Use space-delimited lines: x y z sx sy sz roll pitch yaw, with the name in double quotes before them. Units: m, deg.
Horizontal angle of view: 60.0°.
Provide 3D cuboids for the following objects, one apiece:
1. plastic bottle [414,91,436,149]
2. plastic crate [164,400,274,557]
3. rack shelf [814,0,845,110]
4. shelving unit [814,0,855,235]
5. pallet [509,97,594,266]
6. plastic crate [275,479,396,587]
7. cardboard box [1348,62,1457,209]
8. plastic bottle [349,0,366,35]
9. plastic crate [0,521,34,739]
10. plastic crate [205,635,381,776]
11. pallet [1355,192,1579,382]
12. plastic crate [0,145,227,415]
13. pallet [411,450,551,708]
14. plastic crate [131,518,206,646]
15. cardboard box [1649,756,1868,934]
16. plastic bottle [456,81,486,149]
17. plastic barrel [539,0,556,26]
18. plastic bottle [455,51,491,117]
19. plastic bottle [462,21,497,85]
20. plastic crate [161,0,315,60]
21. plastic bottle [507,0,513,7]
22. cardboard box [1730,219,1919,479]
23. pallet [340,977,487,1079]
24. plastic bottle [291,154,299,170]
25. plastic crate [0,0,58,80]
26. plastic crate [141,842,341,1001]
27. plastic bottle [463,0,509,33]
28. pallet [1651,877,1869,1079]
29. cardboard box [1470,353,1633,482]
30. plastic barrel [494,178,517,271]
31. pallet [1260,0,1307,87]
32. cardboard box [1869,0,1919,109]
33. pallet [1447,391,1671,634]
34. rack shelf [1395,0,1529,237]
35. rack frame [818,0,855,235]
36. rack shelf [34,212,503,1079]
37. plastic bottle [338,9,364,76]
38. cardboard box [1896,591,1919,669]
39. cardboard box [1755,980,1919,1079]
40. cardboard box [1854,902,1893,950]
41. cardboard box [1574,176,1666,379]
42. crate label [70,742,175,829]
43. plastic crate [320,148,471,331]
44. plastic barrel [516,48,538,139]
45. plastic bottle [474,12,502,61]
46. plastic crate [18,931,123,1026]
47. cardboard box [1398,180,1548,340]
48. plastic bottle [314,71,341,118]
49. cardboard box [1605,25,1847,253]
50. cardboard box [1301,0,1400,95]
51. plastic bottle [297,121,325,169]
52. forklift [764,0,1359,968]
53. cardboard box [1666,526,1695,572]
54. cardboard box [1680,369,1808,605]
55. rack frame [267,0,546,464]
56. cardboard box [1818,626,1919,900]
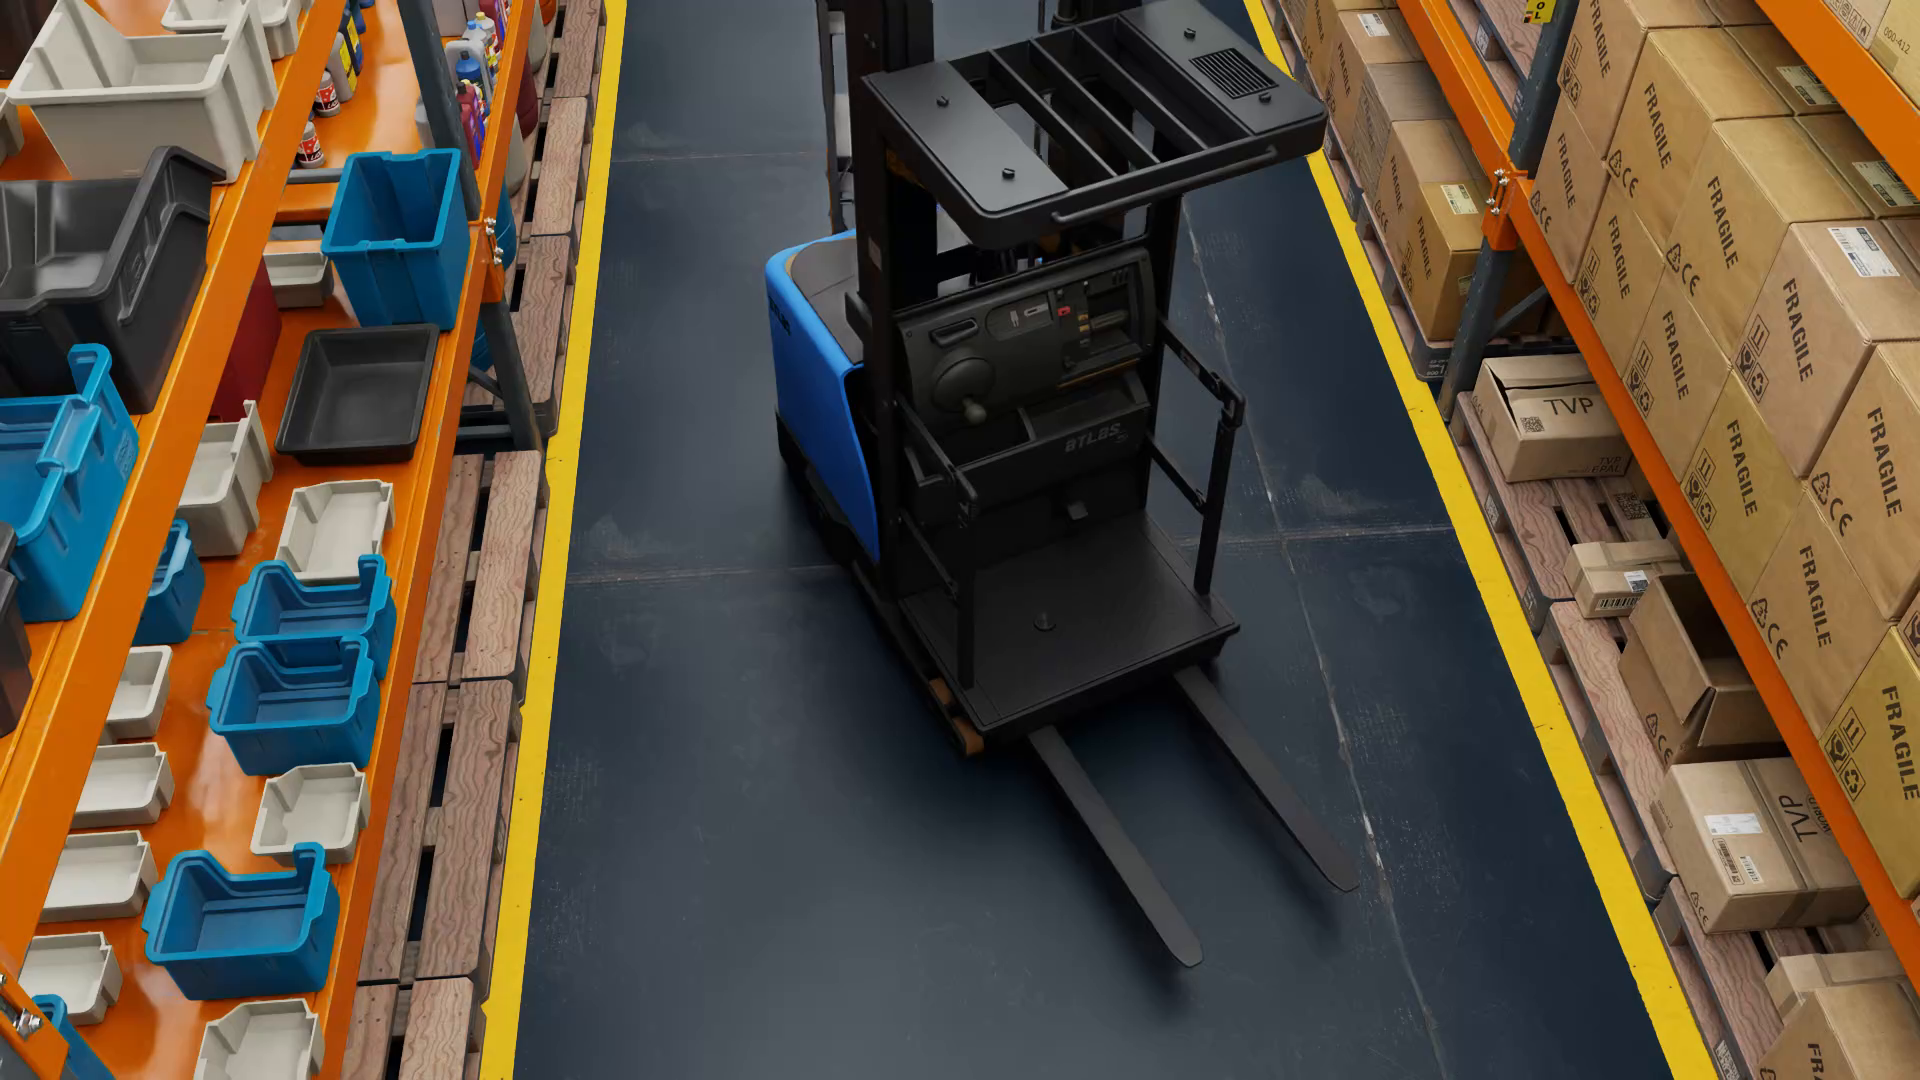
"plastic bottle" -2.006 -1.612 6.382 0.144 0.351 0.185 -3 47 -3
"plastic crate" -2.352 -0.190 5.040 0.437 0.282 0.530 -3 47 -3
"rack shelf" -0.338 -2.023 6.410 0.431 0.518 0.480 -3 47 -3
"shelving unit" -0.338 -1.551 6.909 0.431 2.100 0.503 -3 47 -3
"pallet" -2.425 -1.812 8.458 1.003 0.211 1.213 -3 47 -3
"plastic crate" -1.851 -0.014 4.974 0.293 0.136 0.466 -3 47 -3
"cardboard box" 2.239 -1.976 8.111 0.500 0.500 0.500 -3 47 -3
"plastic bottle" -2.613 -2.295 7.082 0.097 0.271 0.097 0 47 0
"plastic crate" -1.716 0.286 2.573 0.497 0.269 0.590 -3 47 -3
"plastic crate" -1.764 0.454 4.465 0.416 0.233 0.300 -3 47 -3
"pallet" 2.534 -1.251 7.926 1.003 0.211 1.213 -3 47 -3
"plastic crate" -1.815 -0.564 3.331 0.504 0.338 0.767 -3 47 -3
"pallet" -2.196 0.163 6.587 1.003 0.211 1.213 -3 47 -3
"plastic crate" -2.389 0.135 4.767 0.416 0.233 0.300 -3 47 -3
"cardboard box" 2.634 0.997 5.467 0.500 0.250 0.500 -3 47 -3
"plastic bottle" -1.913 -1.673 6.486 0.061 0.283 0.133 -3 47 -3
"plastic barrel" -2.573 -3.265 9.118 0.600 0.830 0.708 -3 47 -3
"plastic bottle" -1.949 -1.822 6.635 0.097 0.271 0.097 0 47 0
"plastic bottle" -1.968 -1.990 6.794 0.097 0.271 0.097 0 47 0
"plastic crate" -1.811 -1.369 4.233 0.293 0.136 0.466 -3 47 -3
"plastic bottle" -2.052 -2.479 7.254 0.152 0.276 0.135 -3 47 -3
"cardboard box" 2.529 -0.525 4.561 0.500 0.500 0.500 -2 47 -2
"pallet" -1.992 1.928 4.915 1.003 0.211 1.213 -3 47 -3
"plastic bottle" -2.651 -1.549 6.373 0.152 0.276 0.135 -3 47 -3
"plastic crate" -2.465 -1.397 4.168 0.497 0.269 0.590 -3 47 -3
"plastic crate" -1.709 0.930 4.013 0.416 0.233 0.300 -3 47 -3
"plastic bottle" -2.033 -2.311 7.095 0.152 0.276 0.135 -3 47 -3
"pallet" 2.901 1.597 5.229 1.003 0.211 1.213 -3 47 -3
"cardboard box" 2.460 -0.534 6.875 0.500 0.311 0.500 -3 47 -3
"plastic barrel" -2.384 -1.656 7.544 0.600 0.901 0.708 -3 47 -3
"pallet" 2.330 -3.017 9.598 1.003 0.211 1.213 -3 47 -3
"cardboard box" 2.558 -1.152 3.949 0.500 0.250 0.500 -3 47 -3
"pallet" 2.697 -0.168 6.901 1.003 0.211 1.213 -3 47 -3
"rack shelf" 2.473 -2.824 7.990 1.077 0.370 4.000 -3 47 -3
"rack frame" -0.321 -1.374 6.741 0.400 2.100 0.015 -3 47 -3
"rack shelf" -2.129 0.369 4.967 1.077 0.370 4.000 -3 47 -3
"plastic bottle" -2.571 -2.096 6.840 0.144 0.351 0.185 -3 47 -3
"cardboard box" 2.620 0.221 3.854 0.500 0.500 0.500 -2 47 -2
"cardboard box" 2.684 1.600 4.724 0.500 0.500 0.500 -3 47 -3
"cardboard box" 3.170 1.292 5.188 0.500 0.250 0.500 -3 47 -3
"cardboard box" 2.457 -0.903 5.607 0.500 0.500 0.500 -3 47 -3
"crate label" -2.268 0.649 4.346 0.396 0.136 0.243 -3 47 -3
"plastic crate" -1.917 -1.024 5.760 0.392 0.384 0.575 -3 47 -3
"plastic barrel" -2.479 -2.365 8.432 0.600 0.588 0.708 -3 47 -3
"plastic bottle" -1.985 -2.107 6.953 0.097 0.201 0.097 0 47 0
"plastic crate" -2.210 1.059 3.958 0.396 0.136 0.243 -3 47 -3
"cardboard box" 2.313 -1.255 7.428 0.500 0.500 0.500 -4 47 -4
"plastic bottle" -2.559 -1.808 6.670 0.097 0.201 0.097 0 47 0
"cardboard box" 2.443 -1.271 5.267 0.500 0.500 0.500 -5 47 -5
"cardboard box" 2.145 -2.722 8.817 0.500 0.500 0.500 -4 47 -4
"plastic bottle" -2.529 -1.544 6.420 0.097 0.201 0.097 0 47 0
"forklift" 0.339 -0.582 5.419 1.130 2.935 3.031 -20 50 -18
"cardboard box" 3.033 0.087 6.287 0.500 0.311 0.500 -3 47 -3
"cardboard box" 2.541 -0.173 4.915 0.500 0.500 0.500 -4 47 -4
"rack frame" -2.296 -1.326 6.076 1.000 3.000 0.127 -3 47 -3
"cardboard box" 2.619 0.553 4.228 0.500 0.500 0.500 -3 47 -3
